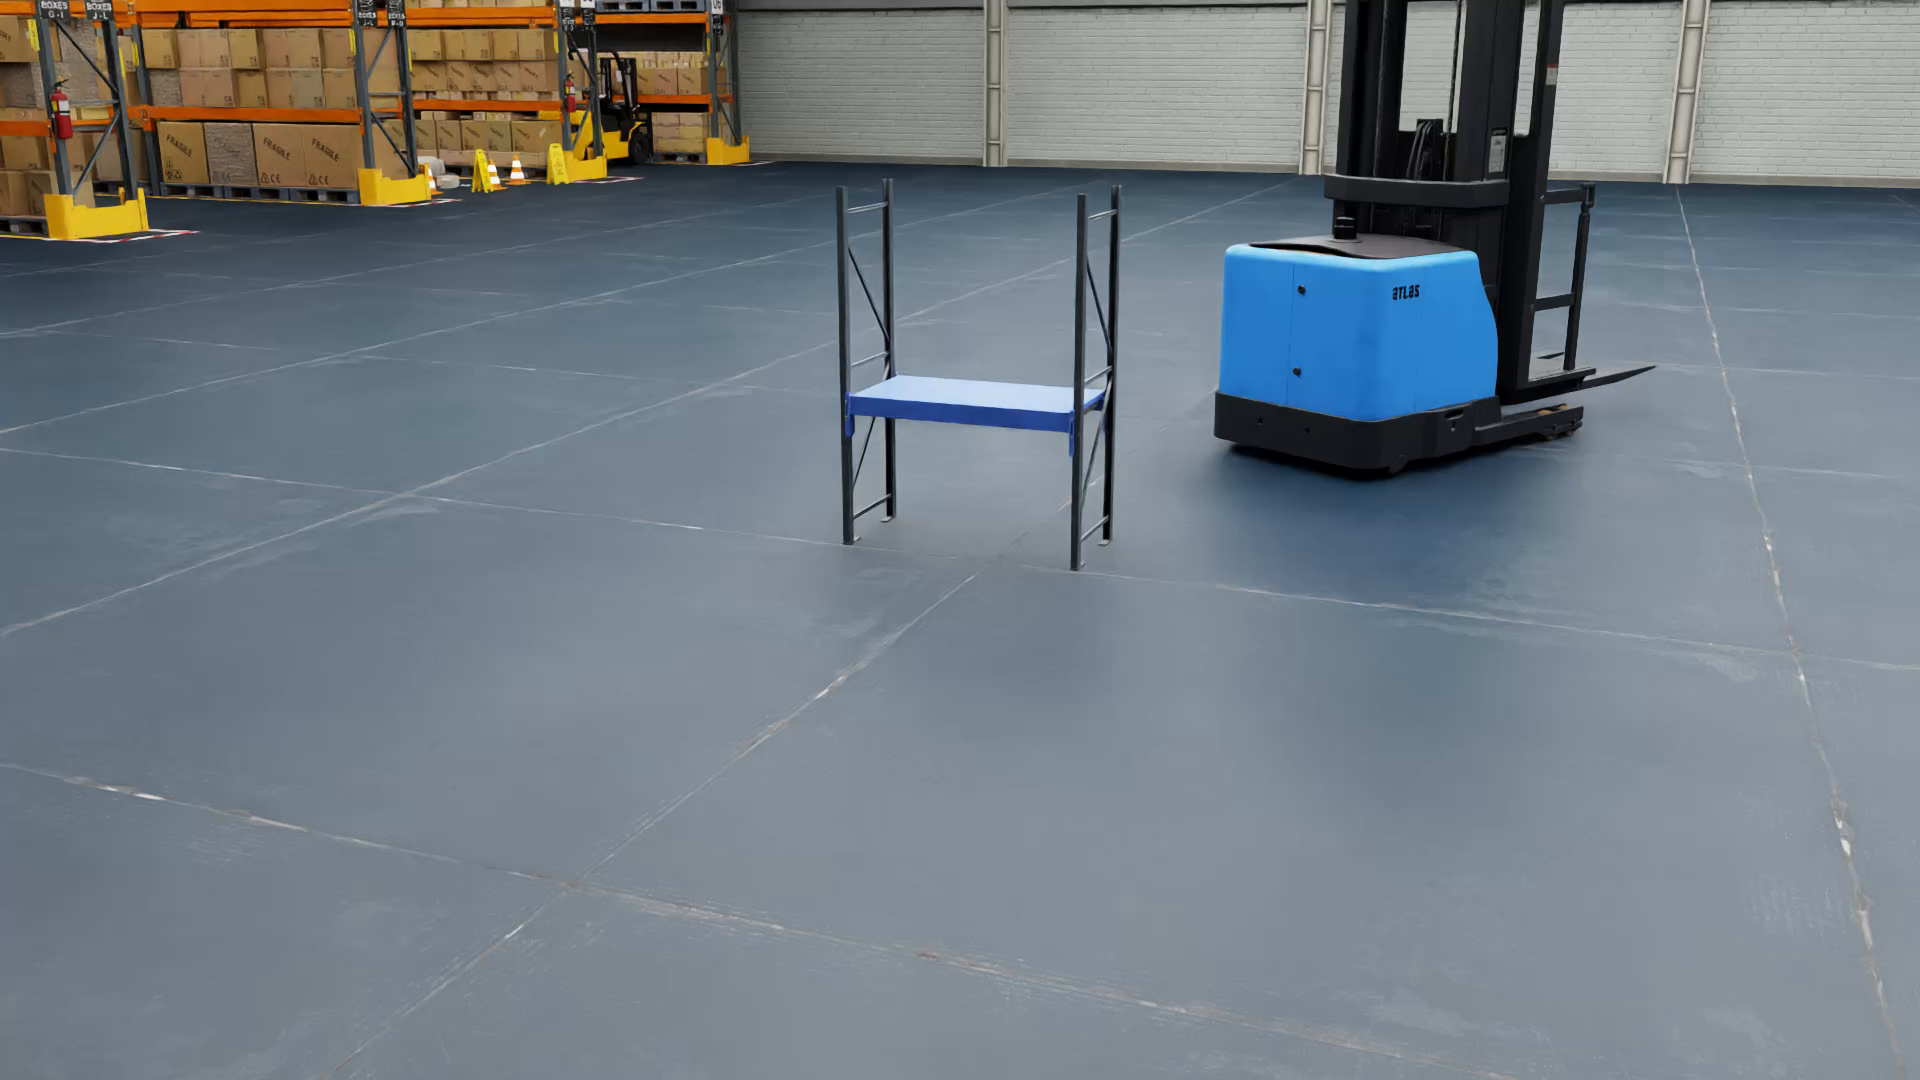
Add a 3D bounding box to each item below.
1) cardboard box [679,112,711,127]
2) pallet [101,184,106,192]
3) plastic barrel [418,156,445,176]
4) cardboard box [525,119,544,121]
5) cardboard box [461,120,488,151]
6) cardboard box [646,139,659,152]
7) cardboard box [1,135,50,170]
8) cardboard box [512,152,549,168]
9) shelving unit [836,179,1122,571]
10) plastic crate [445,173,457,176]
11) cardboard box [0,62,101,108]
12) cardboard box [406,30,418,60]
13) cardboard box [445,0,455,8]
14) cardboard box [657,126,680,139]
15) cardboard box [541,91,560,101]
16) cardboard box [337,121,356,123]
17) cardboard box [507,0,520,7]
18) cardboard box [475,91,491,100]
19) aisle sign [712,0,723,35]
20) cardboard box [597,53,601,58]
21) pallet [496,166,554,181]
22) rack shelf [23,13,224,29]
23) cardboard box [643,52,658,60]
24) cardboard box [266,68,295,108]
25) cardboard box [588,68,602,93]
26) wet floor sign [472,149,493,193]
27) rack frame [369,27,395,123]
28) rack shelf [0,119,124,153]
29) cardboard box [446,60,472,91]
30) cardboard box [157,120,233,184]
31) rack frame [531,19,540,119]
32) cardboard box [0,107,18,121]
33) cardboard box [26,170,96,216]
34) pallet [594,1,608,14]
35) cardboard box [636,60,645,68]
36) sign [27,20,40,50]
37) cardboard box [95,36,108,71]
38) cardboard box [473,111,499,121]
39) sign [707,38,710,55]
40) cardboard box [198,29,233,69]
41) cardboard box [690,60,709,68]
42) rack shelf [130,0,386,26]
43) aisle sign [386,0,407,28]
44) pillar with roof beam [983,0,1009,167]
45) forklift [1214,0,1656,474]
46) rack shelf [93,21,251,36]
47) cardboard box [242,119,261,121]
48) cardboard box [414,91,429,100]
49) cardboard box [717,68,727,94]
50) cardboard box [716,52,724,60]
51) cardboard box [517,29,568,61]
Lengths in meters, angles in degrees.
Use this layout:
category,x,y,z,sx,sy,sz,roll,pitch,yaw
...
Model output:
category,x,y,z,sx,sy,sz,roll,pitch,yaw
cardboard box,-5.129,-8.214,32.473,0.500,0.250,0.500,7,18,22
pallet,-13.732,-5.558,25.942,1.213,0.211,1.003,6,17,21
plastic barrel,-8.881,-6.180,27.703,0.512,0.421,0.421,-9,18,-27
cardboard box,-7.563,-7.049,28.908,0.500,0.500,0.500,6,17,19
cardboard box,-8.199,-6.960,28.603,0.500,0.500,0.500,6,17,19
cardboard box,-6.060,-7.841,32.980,0.500,0.250,0.500,6,17,21
cardboard box,-14.220,-6.070,25.985,0.750,0.750,1.050,7,17,21
cardboard box,-7.277,-6.495,28.346,0.500,0.250,0.500,6,17,20
shelving unit,0.079,-0.712,6.934,1.048,1.500,0.538,6,17,21
plastic crate,-8.965,-6.233,28.499,0.583,0.080,0.402,0,16,1
cardboard box,-10.542,-5.283,19.278,0.500,0.500,0.875,6,17,21
cardboard box,-9.328,-8.520,28.635,0.500,0.500,0.700,6,17,21
cardboard box,-8.488,-9.074,28.121,0.250,0.149,0.380,6,17,21
cardboard box,-5.616,-8.031,32.738,0.500,0.250,0.500,6,17,20
cardboard box,-6.830,-7.461,27.944,0.250,0.149,0.380,7,18,22
cardboard box,-12.962,-8.748,35.656,0.500,0.500,0.500,6,17,20
cardboard box,-7.317,-8.936,27.644,0.250,0.149,0.380,7,18,22
cardboard box,-8.046,-7.574,28.332,0.250,0.149,0.380,6,17,20
aisle sign,-4.633,-10.052,31.756,0.004,0.787,0.394,6,17,21
cardboard box,-7.149,-9.589,32.947,0.250,0.149,0.380,6,17,20
pallet,-7.217,-6.360,28.702,1.213,0.211,1.003,6,17,21
rack shelf,-15.707,-9.717,31.174,4.000,0.370,1.077,6,17,21
cardboard box,-5.978,-9.450,32.470,0.250,0.149,0.380,7,18,22
cardboard box,-9.483,-6.543,24.064,0.550,0.550,0.875,6,17,21
cardboard box,-7.028,-9.130,33.064,0.500,0.500,0.500,6,17,20
wet floor sign,-7.373,-5.685,25.597,0.232,0.644,0.267,3,17,11
rack frame,-10.125,-8.008,29.378,0.127,3.000,1.000,6,17,21
rack shelf,-11.901,-4.888,19.920,4.000,0.370,1.077,6,17,21
cardboard box,-8.403,-7.935,28.414,0.500,0.500,0.500,6,17,21
cardboard box,-11.288,-5.813,24.874,0.875,0.875,0.875,7,17,21
rack frame,-8.307,-9.296,33.814,0.127,3.000,1.000,6,17,21
cardboard box,-10.865,-4.922,19.197,0.250,0.149,0.380,6,17,21
cardboard box,-10.615,-4.098,19.640,0.500,0.500,0.500,10,19,31
pallet,-7.504,-10.613,33.130,1.213,0.211,1.003,6,17,21
cardboard box,-6.214,-9.334,32.602,0.250,0.149,0.380,6,17,21
sign,-10.262,-5.595,18.421,0.005,0.325,0.100,6,17,21
cardboard box,-12.791,-7.343,25.116,0.500,0.500,0.700,6,17,20
cardboard box,-8.088,-7.240,28.403,0.250,0.149,0.380,7,18,23
sign,-4.798,-9.417,31.730,0.005,0.325,0.100,6,17,21
cardboard box,-10.510,-7.141,24.185,0.550,0.550,0.875,6,17,21
cardboard box,-5.012,-9.209,32.172,0.250,0.149,0.380,7,17,21
rack shelf,-9.987,-7.604,23.897,4.000,0.370,1.077,6,17,21
aisle sign,-7.950,-7.624,23.391,0.004,0.787,0.394,6,17,21
pillar with roof beam,-0.901,-10.342,26.658,0.400,9.000,9.100,6,17,21
forklift,2.806,-2.050,8.977,3.031,2.935,1.130,-13,21,-38
rack shelf,-17.610,-11.414,37.019,4.000,0.370,1.077,6,17,21
cardboard box,-15.382,-9.008,36.551,0.500,0.500,0.500,7,18,23
cardboard box,-9.220,-7.706,28.788,0.250,0.149,0.380,7,18,22
cardboard box,-4.945,-9.057,32.813,0.500,0.500,0.500,7,18,22
cardboard box,-4.820,-9.479,32.567,0.250,0.149,0.380,6,17,20
cardboard box,-6.959,-8.266,27.759,0.500,0.500,0.700,6,17,19
